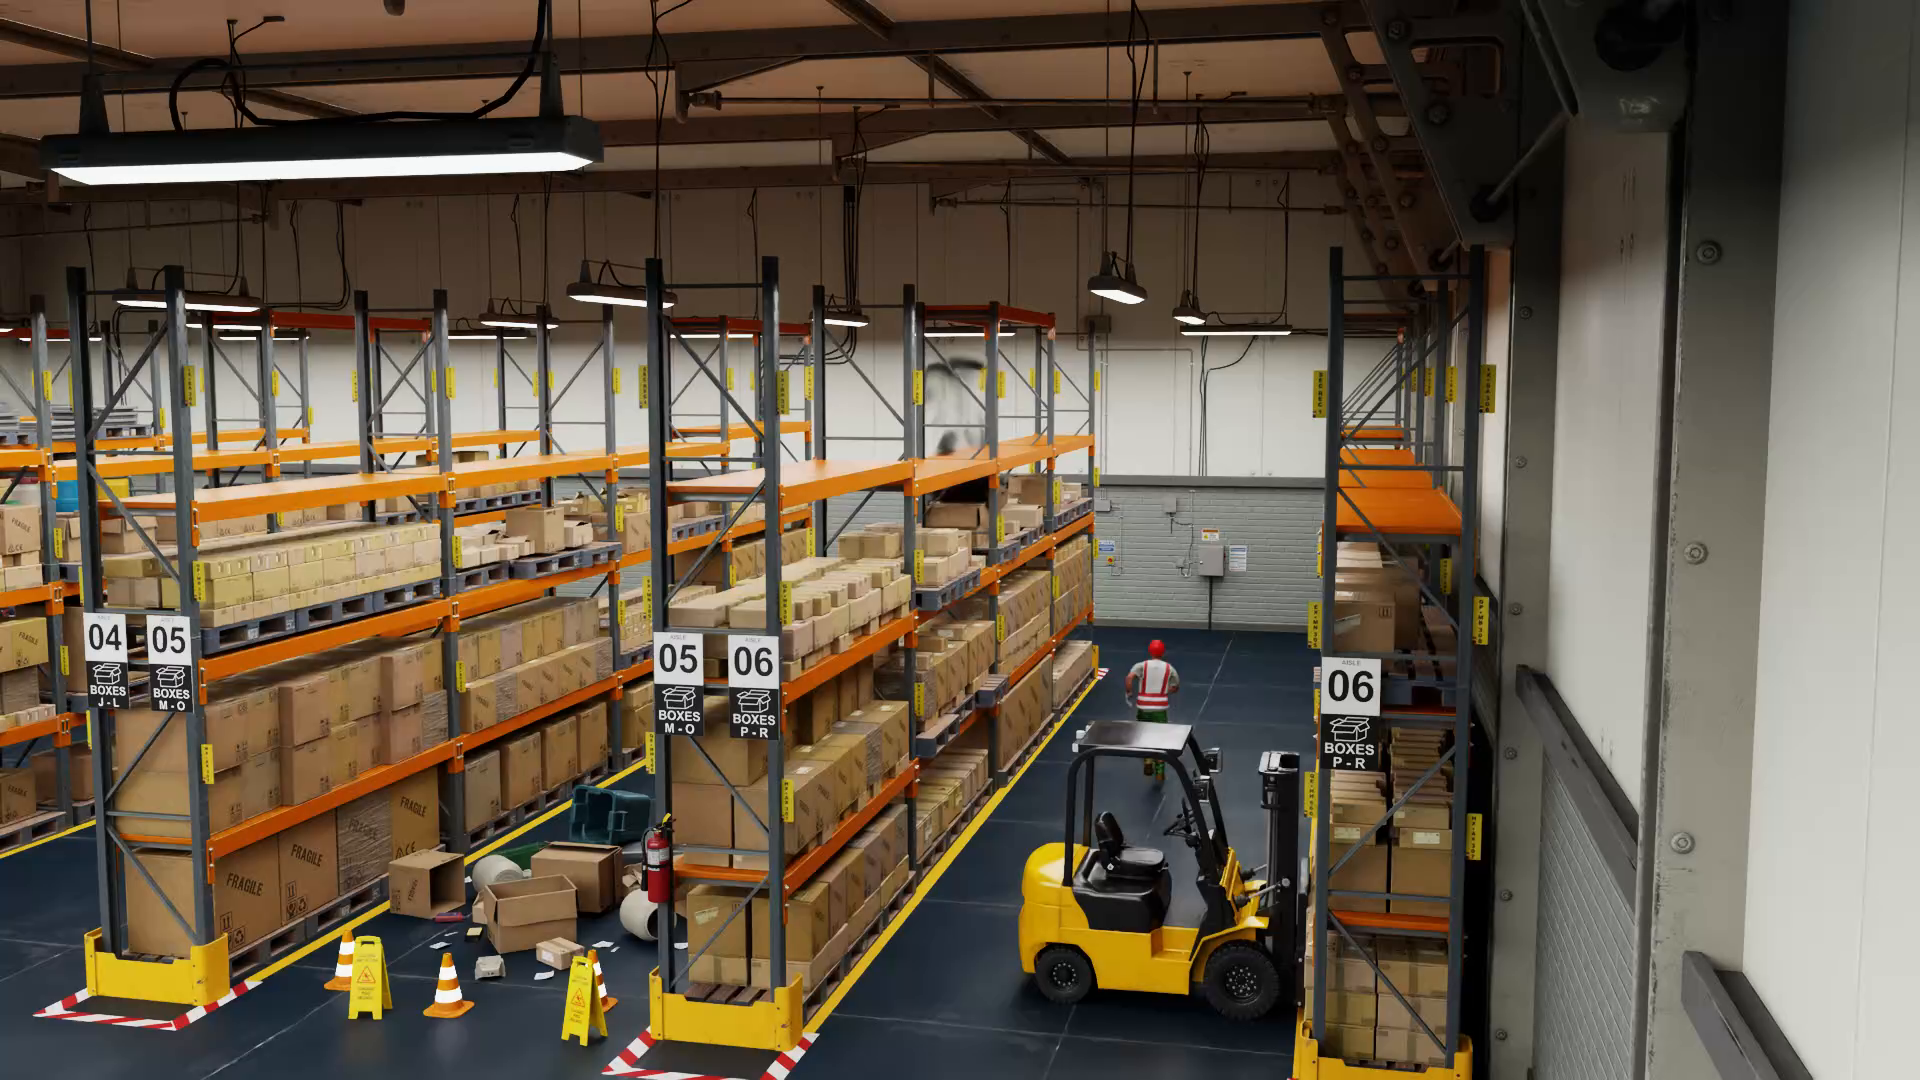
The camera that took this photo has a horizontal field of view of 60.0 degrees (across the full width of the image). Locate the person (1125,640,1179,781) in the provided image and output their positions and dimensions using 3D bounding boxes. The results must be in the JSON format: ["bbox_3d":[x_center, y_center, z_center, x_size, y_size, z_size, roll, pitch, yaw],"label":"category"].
[{"bbox_3d":[2.428,2.148,21.027,0.671,1.783,0.884,1,6,9],"label":"person"}]

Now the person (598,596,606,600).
[{"bbox_3d":[-5.463,1.726,25.369,0.712,1.774,0.955,0,6,3],"label":"person"}]
